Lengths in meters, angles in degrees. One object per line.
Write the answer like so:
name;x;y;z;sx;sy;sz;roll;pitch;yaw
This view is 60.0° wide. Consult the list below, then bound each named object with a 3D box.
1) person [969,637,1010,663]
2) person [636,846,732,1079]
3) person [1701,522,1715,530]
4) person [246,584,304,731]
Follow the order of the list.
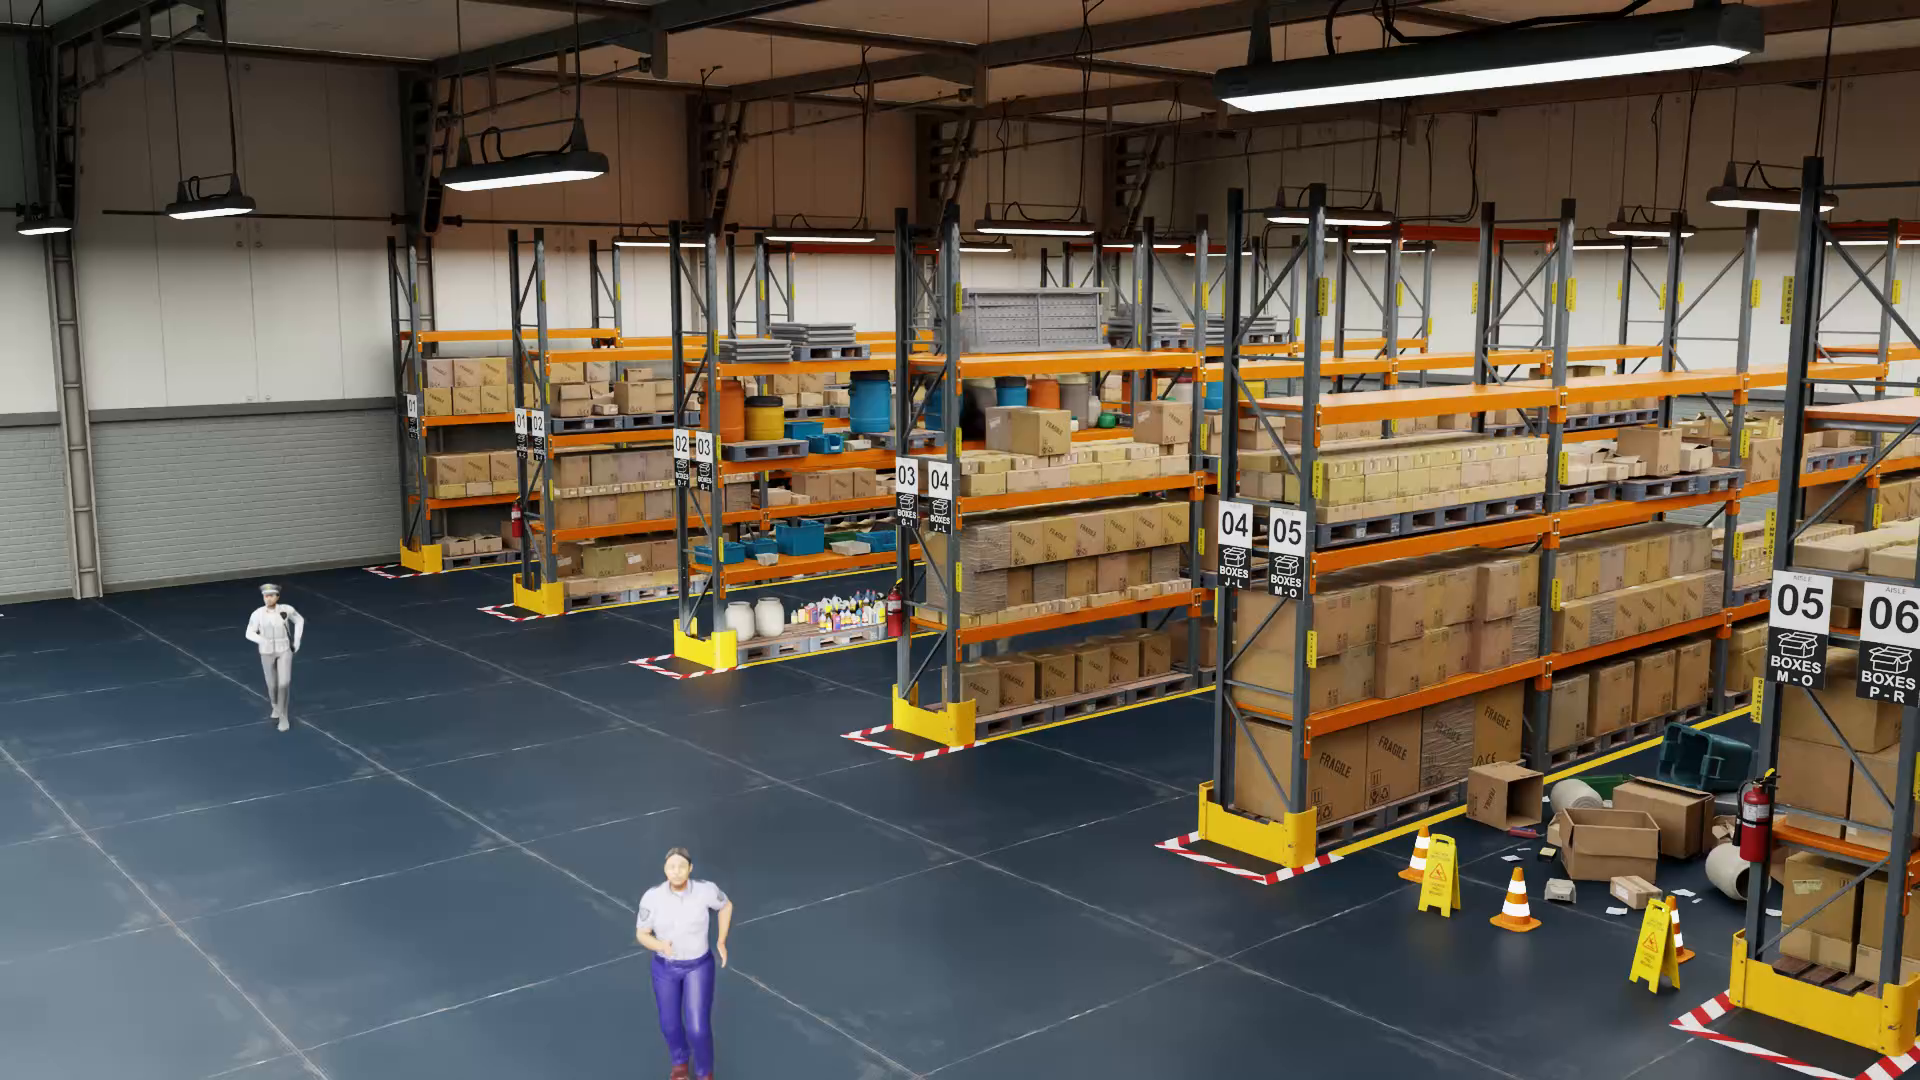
person;0.313;0.791;21.289;0.570;1.899;0.823;7;11;40
person;-1.753;2.761;10.557;0.578;1.666;0.688;0;9;-2
person;10.847;0.609;24.150;0.676;1.761;0.656;-7;11;-39
person;-8.036;1.355;19.540;0.612;1.740;0.714;-2;9;-14
